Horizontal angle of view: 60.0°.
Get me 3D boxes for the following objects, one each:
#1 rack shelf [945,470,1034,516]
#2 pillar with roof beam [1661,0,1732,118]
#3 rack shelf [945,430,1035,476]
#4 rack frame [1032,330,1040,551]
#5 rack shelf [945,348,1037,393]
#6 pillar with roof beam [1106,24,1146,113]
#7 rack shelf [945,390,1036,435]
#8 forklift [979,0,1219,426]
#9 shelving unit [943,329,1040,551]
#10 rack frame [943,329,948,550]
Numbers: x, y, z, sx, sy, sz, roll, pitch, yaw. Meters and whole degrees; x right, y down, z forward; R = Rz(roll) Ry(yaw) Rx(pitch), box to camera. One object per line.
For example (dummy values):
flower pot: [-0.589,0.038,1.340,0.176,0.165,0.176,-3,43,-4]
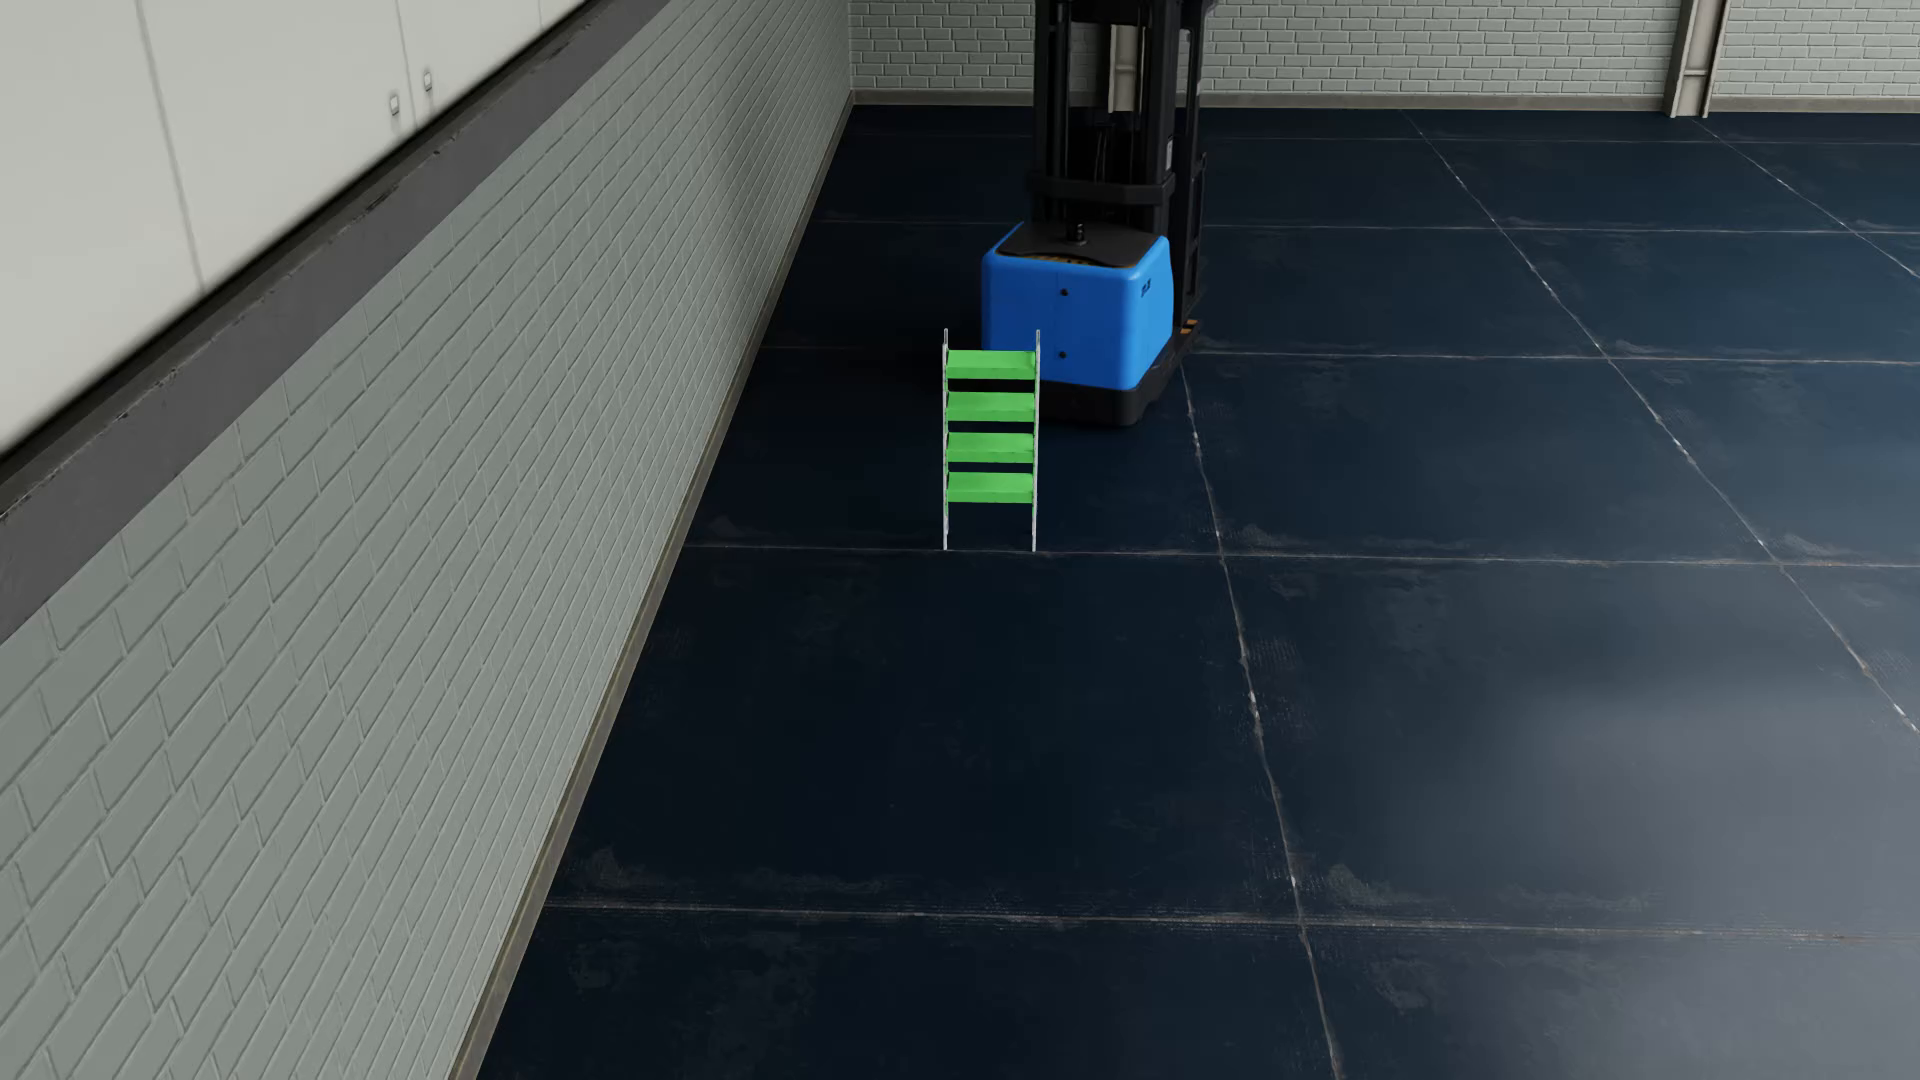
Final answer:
rack shelf: [0.165,-0.259,9.106,0.480,0.148,0.258,1,28,2]
pillar with roof beam: [7.640,-6.547,11.992,0.400,9.000,9.100,1,28,2]
rack shelf: [0.165,-0.471,8.994,0.480,0.148,0.258,1,28,2]
rack frame: [0.409,-0.523,8.956,0.015,1.200,0.240,1,28,2]
rack shelf: [0.165,-0.895,8.769,0.480,0.148,0.258,1,28,2]
pillar with roof beam: [1.643,-6.646,12.180,0.400,9.000,9.100,1,28,2]
rack shelf: [0.165,-0.683,8.881,0.480,0.148,0.258,1,28,2]
forklift: [1.096,-2.681,11.178,1.130,2.935,3.031,10,29,17]
shelving unit: [0.165,-0.527,8.964,0.503,1.200,0.258,1,28,2]
rack frame: [-0.078,-0.531,8.971,0.015,1.200,0.240,1,28,2]
